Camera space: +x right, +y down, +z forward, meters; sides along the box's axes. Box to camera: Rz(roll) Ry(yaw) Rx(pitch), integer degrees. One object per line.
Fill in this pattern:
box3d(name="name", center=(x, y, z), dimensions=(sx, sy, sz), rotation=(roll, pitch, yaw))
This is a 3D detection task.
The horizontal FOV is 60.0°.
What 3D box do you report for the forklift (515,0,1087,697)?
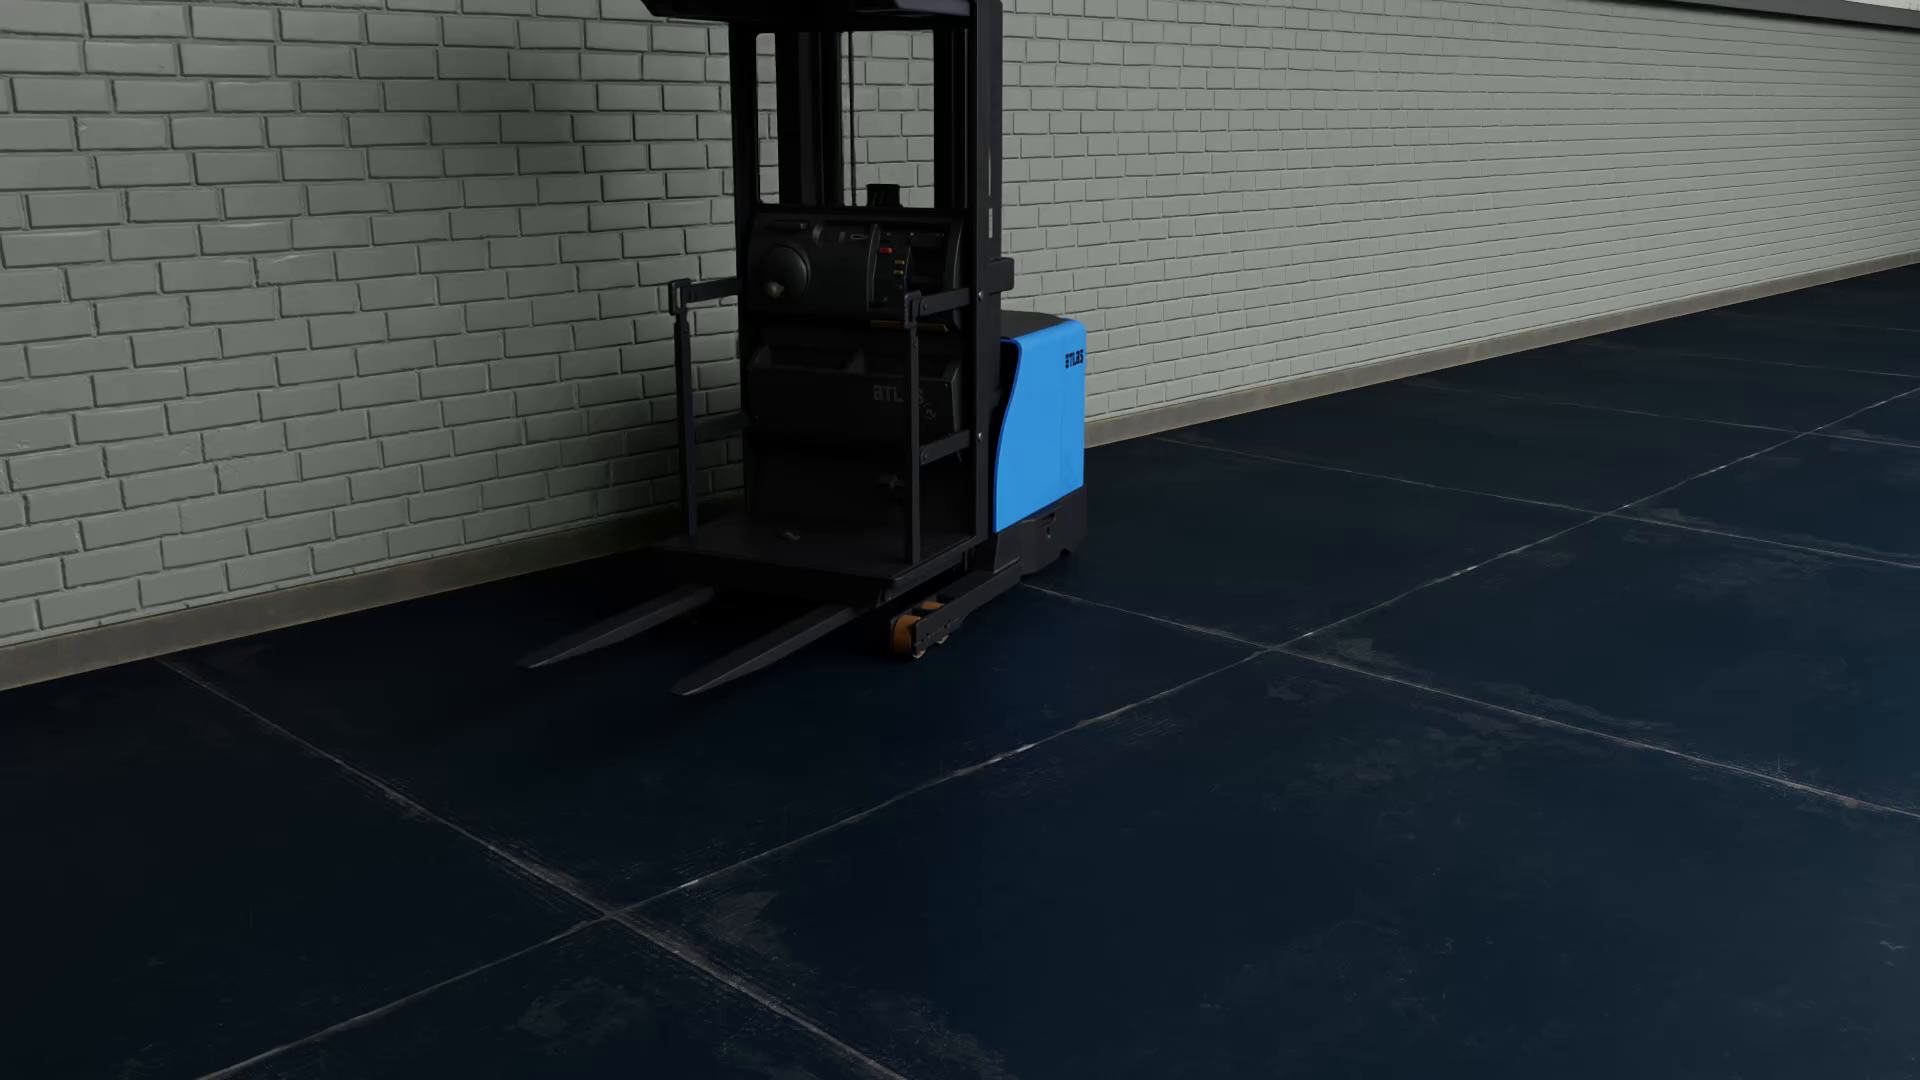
box3d(name="forklift", center=(-0.509, -1.098, 6.335), dimensions=(1.130, 2.935, 3.031), rotation=(7, 16, 25))
